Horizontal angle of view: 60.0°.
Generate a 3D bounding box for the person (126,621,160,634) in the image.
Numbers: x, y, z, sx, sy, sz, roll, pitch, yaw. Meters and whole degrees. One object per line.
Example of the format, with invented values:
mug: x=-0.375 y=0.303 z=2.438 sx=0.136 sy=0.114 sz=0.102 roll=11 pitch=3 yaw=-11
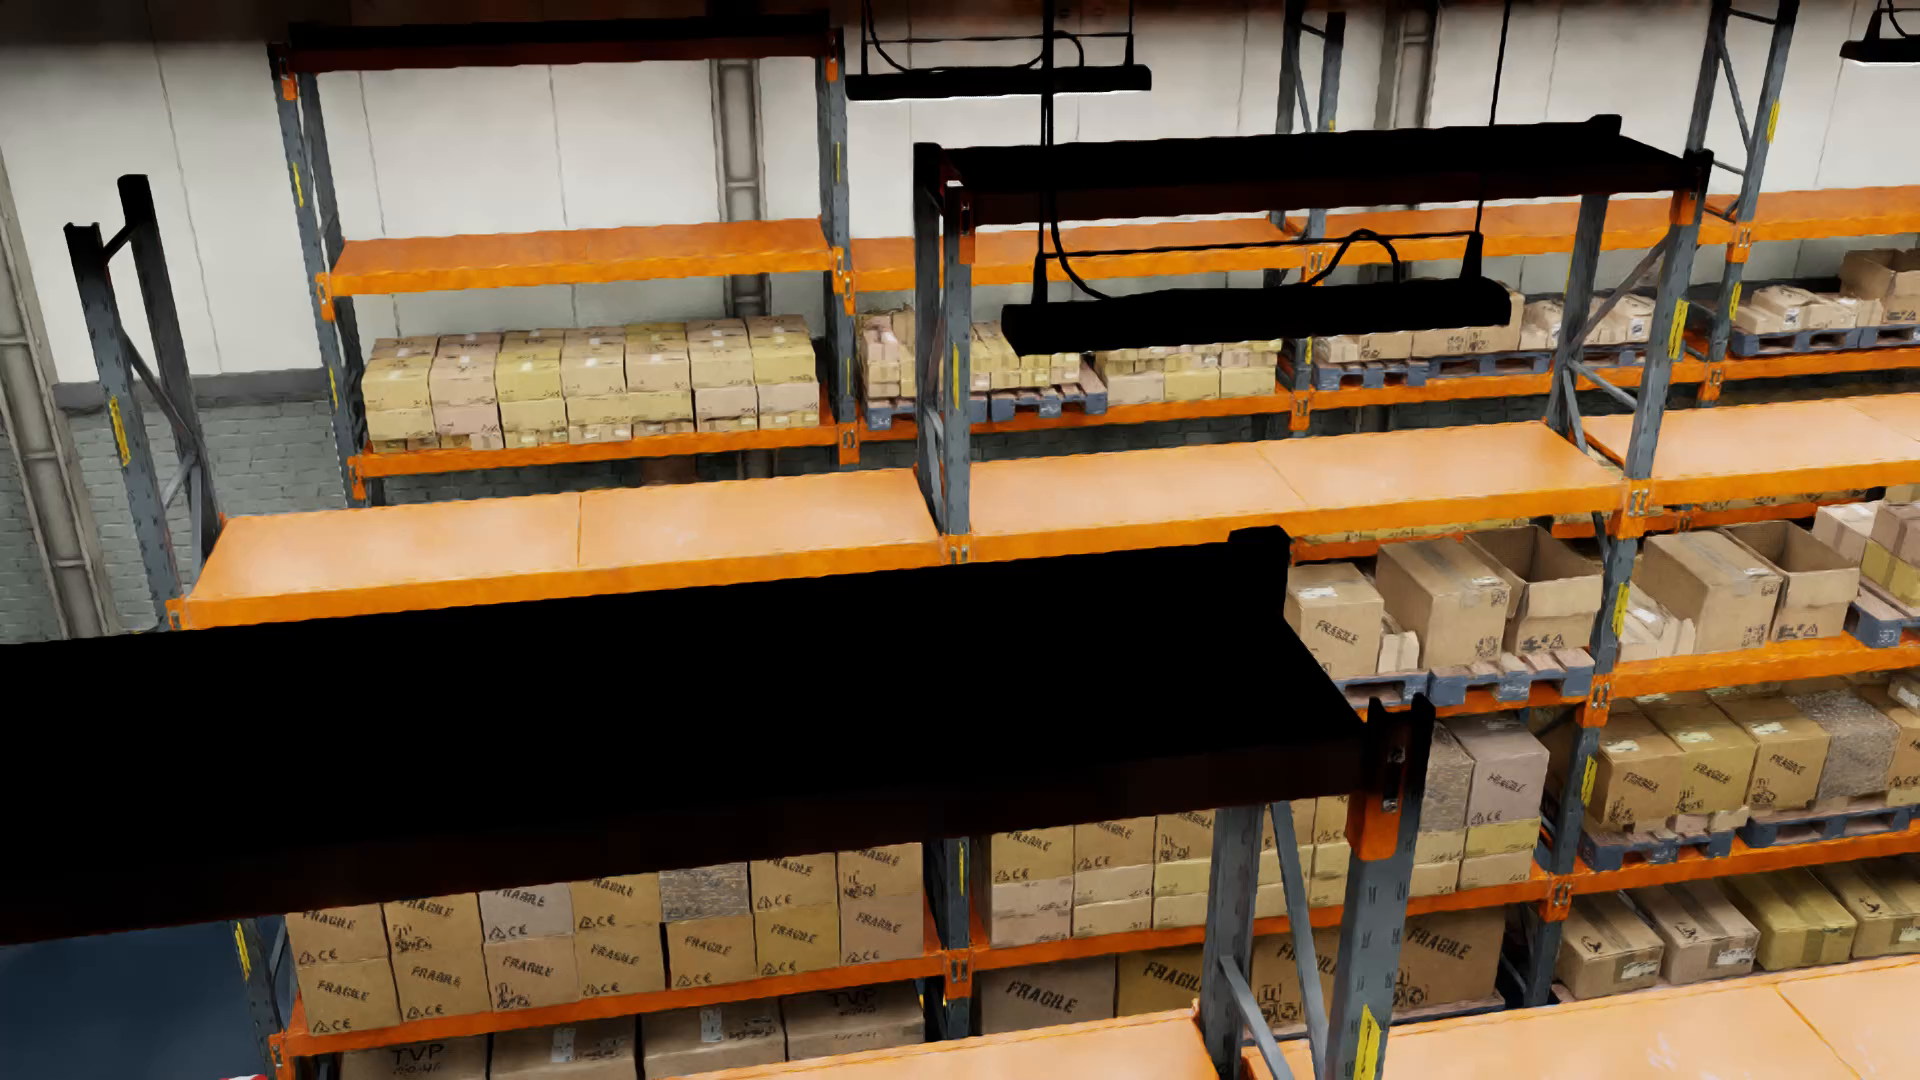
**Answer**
person: x=-6.476 y=1.364 z=13.572 sx=0.498 sy=1.659 sz=0.682 roll=-19 pitch=31 yaw=-33
